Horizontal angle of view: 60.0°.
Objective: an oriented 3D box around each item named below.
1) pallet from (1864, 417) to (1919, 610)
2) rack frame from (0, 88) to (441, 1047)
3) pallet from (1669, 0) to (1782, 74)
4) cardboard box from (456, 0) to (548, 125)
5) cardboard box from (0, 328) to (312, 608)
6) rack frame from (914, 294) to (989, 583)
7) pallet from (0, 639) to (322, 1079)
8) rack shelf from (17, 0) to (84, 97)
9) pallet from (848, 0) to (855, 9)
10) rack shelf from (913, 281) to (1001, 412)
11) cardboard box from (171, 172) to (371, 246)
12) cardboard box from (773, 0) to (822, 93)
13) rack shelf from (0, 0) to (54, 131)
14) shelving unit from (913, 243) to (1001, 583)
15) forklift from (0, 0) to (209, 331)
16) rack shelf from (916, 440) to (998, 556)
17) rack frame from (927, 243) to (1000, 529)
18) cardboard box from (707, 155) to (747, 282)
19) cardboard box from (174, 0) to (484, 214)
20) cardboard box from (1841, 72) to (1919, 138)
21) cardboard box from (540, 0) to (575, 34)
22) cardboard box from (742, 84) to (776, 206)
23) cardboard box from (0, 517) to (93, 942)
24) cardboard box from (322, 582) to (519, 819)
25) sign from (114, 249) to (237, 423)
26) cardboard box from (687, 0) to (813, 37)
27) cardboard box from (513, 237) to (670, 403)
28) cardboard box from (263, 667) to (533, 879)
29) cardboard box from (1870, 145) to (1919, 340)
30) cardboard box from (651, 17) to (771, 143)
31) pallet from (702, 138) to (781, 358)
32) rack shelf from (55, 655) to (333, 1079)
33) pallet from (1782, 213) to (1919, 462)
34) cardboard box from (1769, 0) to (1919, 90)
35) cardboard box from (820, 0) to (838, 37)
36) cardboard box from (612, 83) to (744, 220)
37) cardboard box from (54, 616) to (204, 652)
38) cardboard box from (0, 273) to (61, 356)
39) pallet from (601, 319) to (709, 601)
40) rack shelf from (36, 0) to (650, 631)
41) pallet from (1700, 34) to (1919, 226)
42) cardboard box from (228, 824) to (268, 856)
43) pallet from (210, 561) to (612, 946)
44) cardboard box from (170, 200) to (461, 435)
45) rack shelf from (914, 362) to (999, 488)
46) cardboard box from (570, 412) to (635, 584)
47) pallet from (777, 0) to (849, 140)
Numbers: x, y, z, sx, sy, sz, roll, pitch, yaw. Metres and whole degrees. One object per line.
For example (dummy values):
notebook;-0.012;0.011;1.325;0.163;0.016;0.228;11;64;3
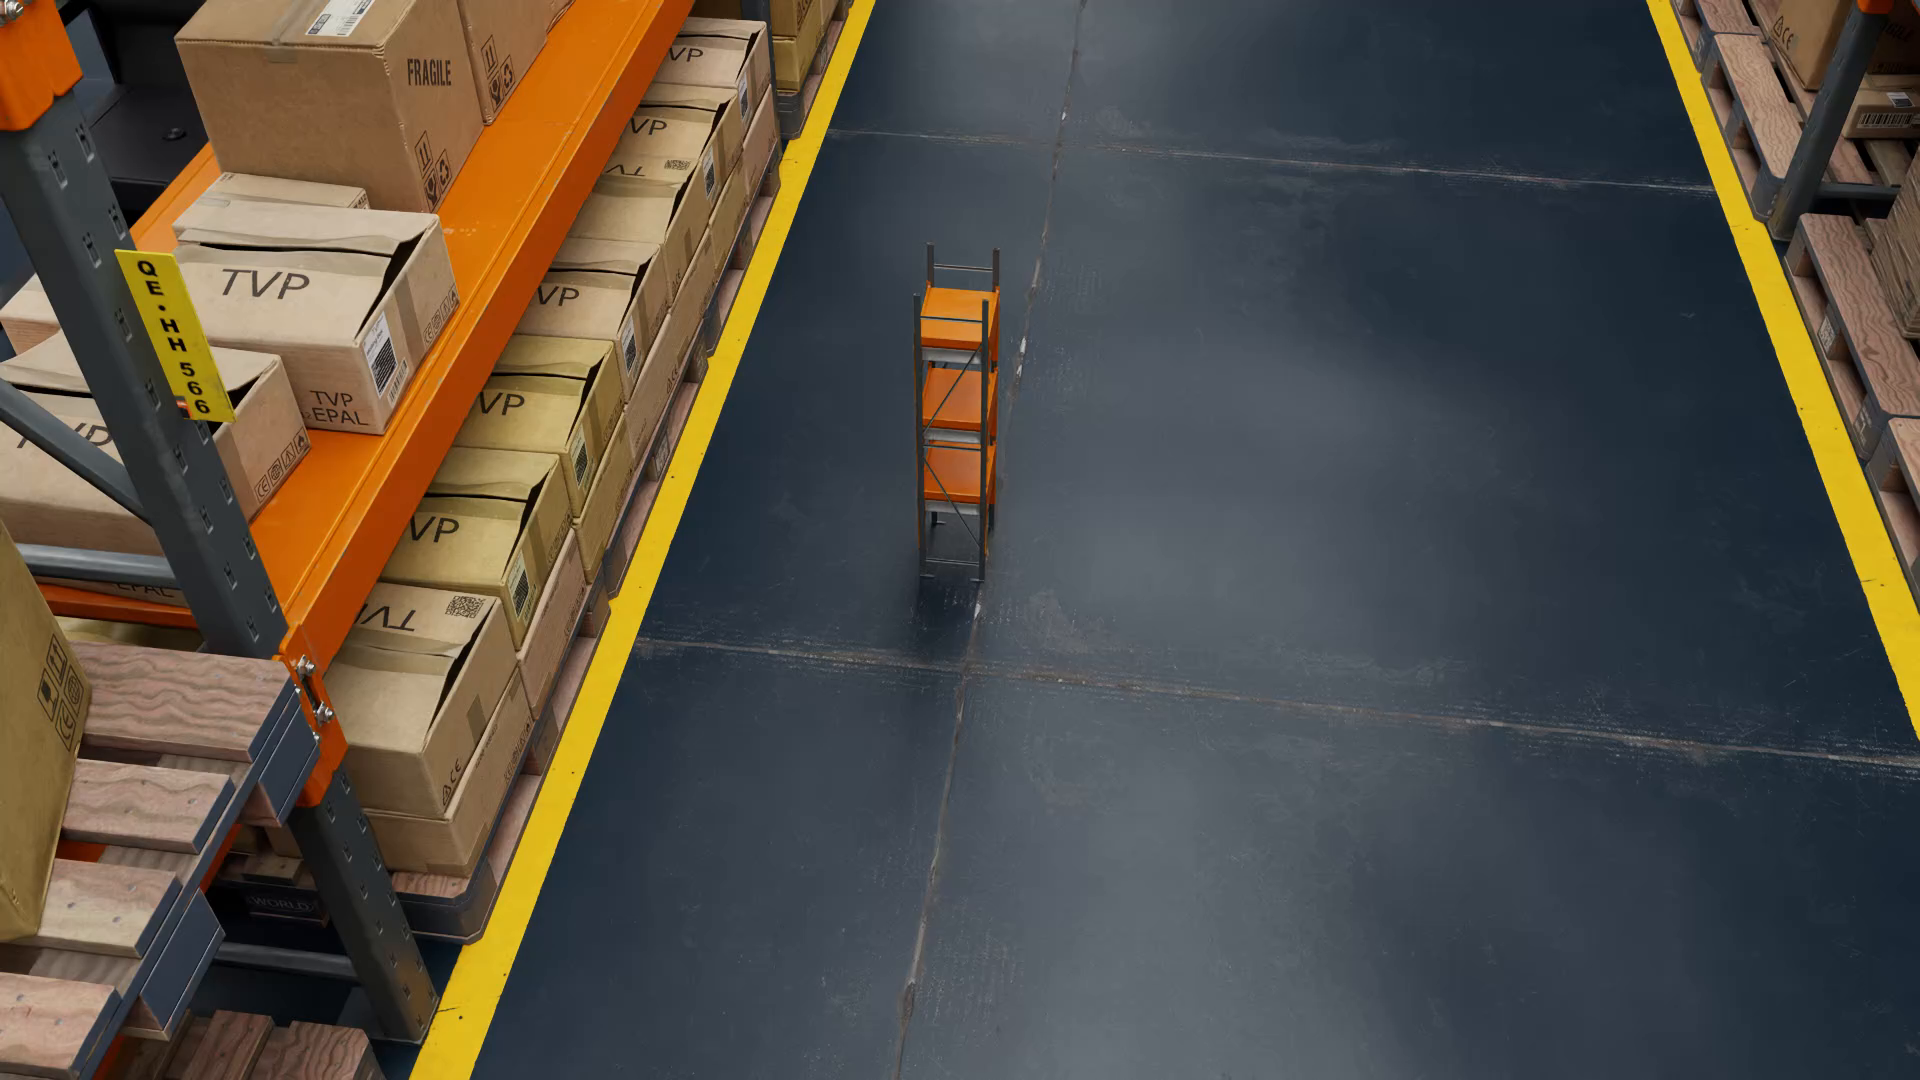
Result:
pallet;3.407;0.132;4.957;1.003;0.211;1.213;5;44;6
rack frame;-1.772;0.034;3.033;1.000;3.000;0.127;5;44;6
pallet;3.880;-2.527;7.765;1.003;0.211;1.213;5;44;6
cardboard box;-1.497;-1.506;4.587;0.500;0.500;0.500;5;44;6
cardboard box;-1.681;-0.178;3.321;0.500;0.311;0.500;8;44;8
rack frame;-0.023;-0.262;4.763;0.200;1.050;0.008;5;44;6
pallet;-1.792;0.572;2.604;1.213;0.211;1.003;5;44;6
rack shelf;-1.508;-2.157;3.688;1.077;0.370;4.000;5;44;6
pallet;-0.938;-3.052;8.320;1.003;0.211;1.213;5;44;6
rack shelf;-0.007;-0.543;4.663;0.215;0.259;0.240;5;44;6
cardboard box;-1.659;-0.749;4.042;0.380;0.149;0.250;8;44;9
cardboard box;-0.881;-2.135;7.018;0.500;0.250;0.500;5;44;6
rack shelf;-2.036;0.569;0.809;1.077;0.370;4.000;5;44;6
shelving unit;-0.007;-0.345;4.851;0.215;1.050;0.252;5;44;6
forklift;-2.877;-2.435;5.690;1.130;2.935;3.031;6;44;6
rack shelf;-0.007;-0.135;5.049;0.215;0.259;0.240;5;44;6
rack frame;0.009;-0.428;4.938;0.200;1.050;0.008;5;44;6
cardboard box;-1.079;-1.193;6.023;0.500;0.250;0.500;5;44;5
cardboard box;-1.566;-1.148;4.208;0.500;0.500;0.500;3;44;3
cardboard box;3.709;-1.743;6.650;0.380;0.166;0.250;0;43;0
cardboard box;-1.430;-1.848;4.947;0.500;0.500;0.500;8;44;9
cardboard box;-1.011;-1.538;6.387;0.500;0.250;0.500;5;44;5
cardboard box;-1.743;0.284;2.390;0.700;0.500;0.500;-8;44;-9
cardboard box;-1.412;0.346;3.990;0.500;0.311;0.500;7;44;7
sign;-1.233;-0.315;2.617;0.100;0.325;0.005;5;44;6
cardboard box;-0.871;-2.406;6.759;0.500;0.500;0.500;5;44;6
cardboard box;-1.213;-0.711;5.106;0.500;0.311;0.500;5;44;5
cardboard box;-1.412;0.549;4.183;0.500;0.250;0.500;5;44;5
cardboard box;3.587;-0.994;5.616;0.700;0.500;0.500;7;44;7
cardboard box;-1.012;-1.748;6.201;0.500;0.311;0.500;5;44;6
pallet;-1.302;-1.174;6.337;1.003;0.211;1.213;5;44;6
rack shelf;-2.036;1.658;1.841;1.077;0.370;4.000;5;44;6
pallet;3.566;-0.701;5.837;1.003;0.211;1.213;5;44;6
cardboard box;3.765;-2.208;6.898;0.500;0.500;0.500;2;43;2
cardboard box;-0.810;-2.475;7.377;0.500;0.250;0.500;5;44;6
cardboard box;-1.075;-1.393;5.826;0.500;0.311;0.500;6;44;7
cardboard box;-1.947;0.297;4.042;0.500;0.311;0.500;6;44;7
cardboard box;-1.927;-0.513;3.793;0.380;0.149;0.250;5;44;6
pallet;-1.461;-0.340;5.456;1.003;0.211;1.213;5;44;6
rack shelf;-1.508;-1.139;4.652;0.919;0.124;3.809;5;44;6
pallet;3.721;-1.693;6.885;1.003;0.211;1.213;5;44;6
cardboard box;-1.944;0.499;4.236;0.500;0.250;0.500;6;44;7
pallet;-1.624;0.489;4.580;1.003;0.211;1.213;5;44;6
cardboard box;-1.462;-0.526;3.689;0.500;0.311;0.500;5;44;5
rack shelf;-0.007;-0.337;4.858;0.215;0.259;0.240;5;44;6
cardboard box;-1.283;-0.148;4.919;0.500;0.250;0.500;4;44;4
pallet;-1.096;-2.218;7.439;1.003;0.211;1.213;5;44;6
